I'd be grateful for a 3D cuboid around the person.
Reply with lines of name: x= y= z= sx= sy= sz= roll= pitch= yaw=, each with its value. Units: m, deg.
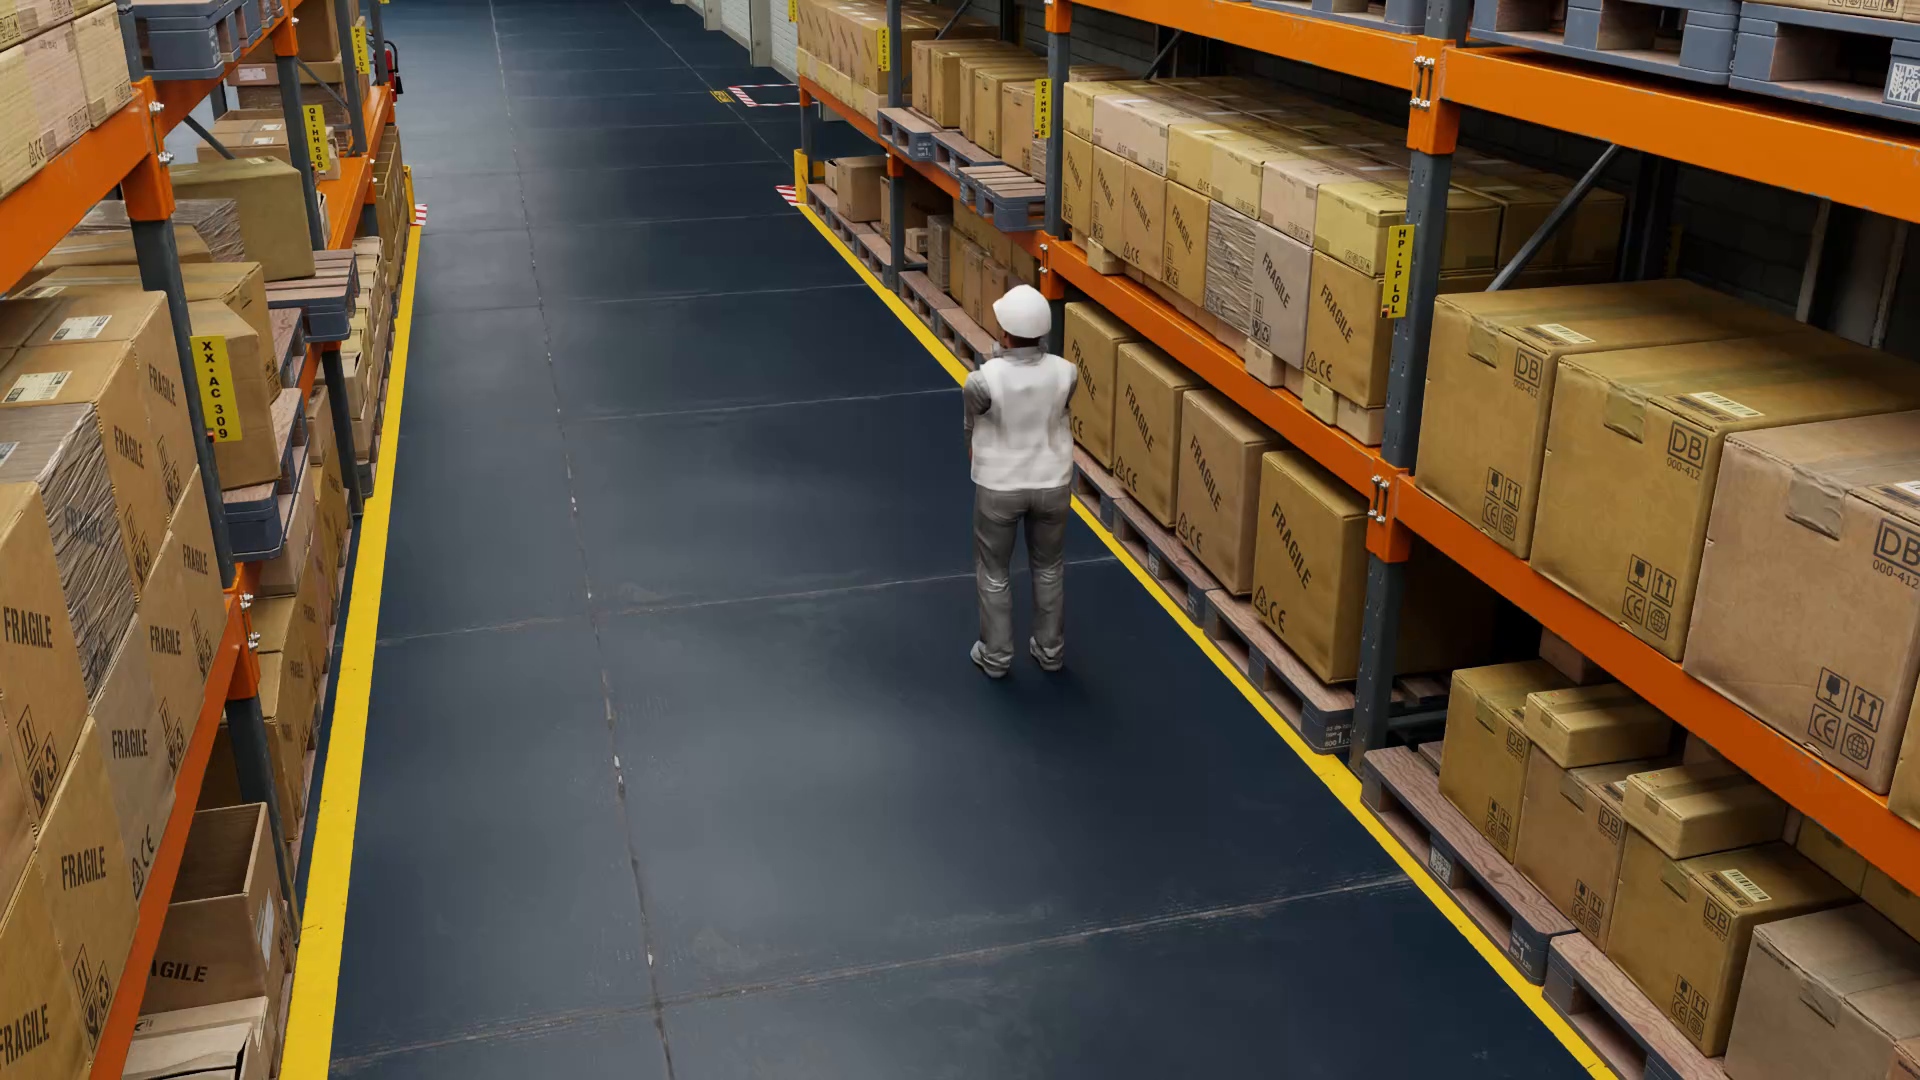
person: x=0.235 y=-0.280 z=7.240 sx=0.484 sy=1.762 sz=0.560 roll=-5 pitch=23 yaw=-12
